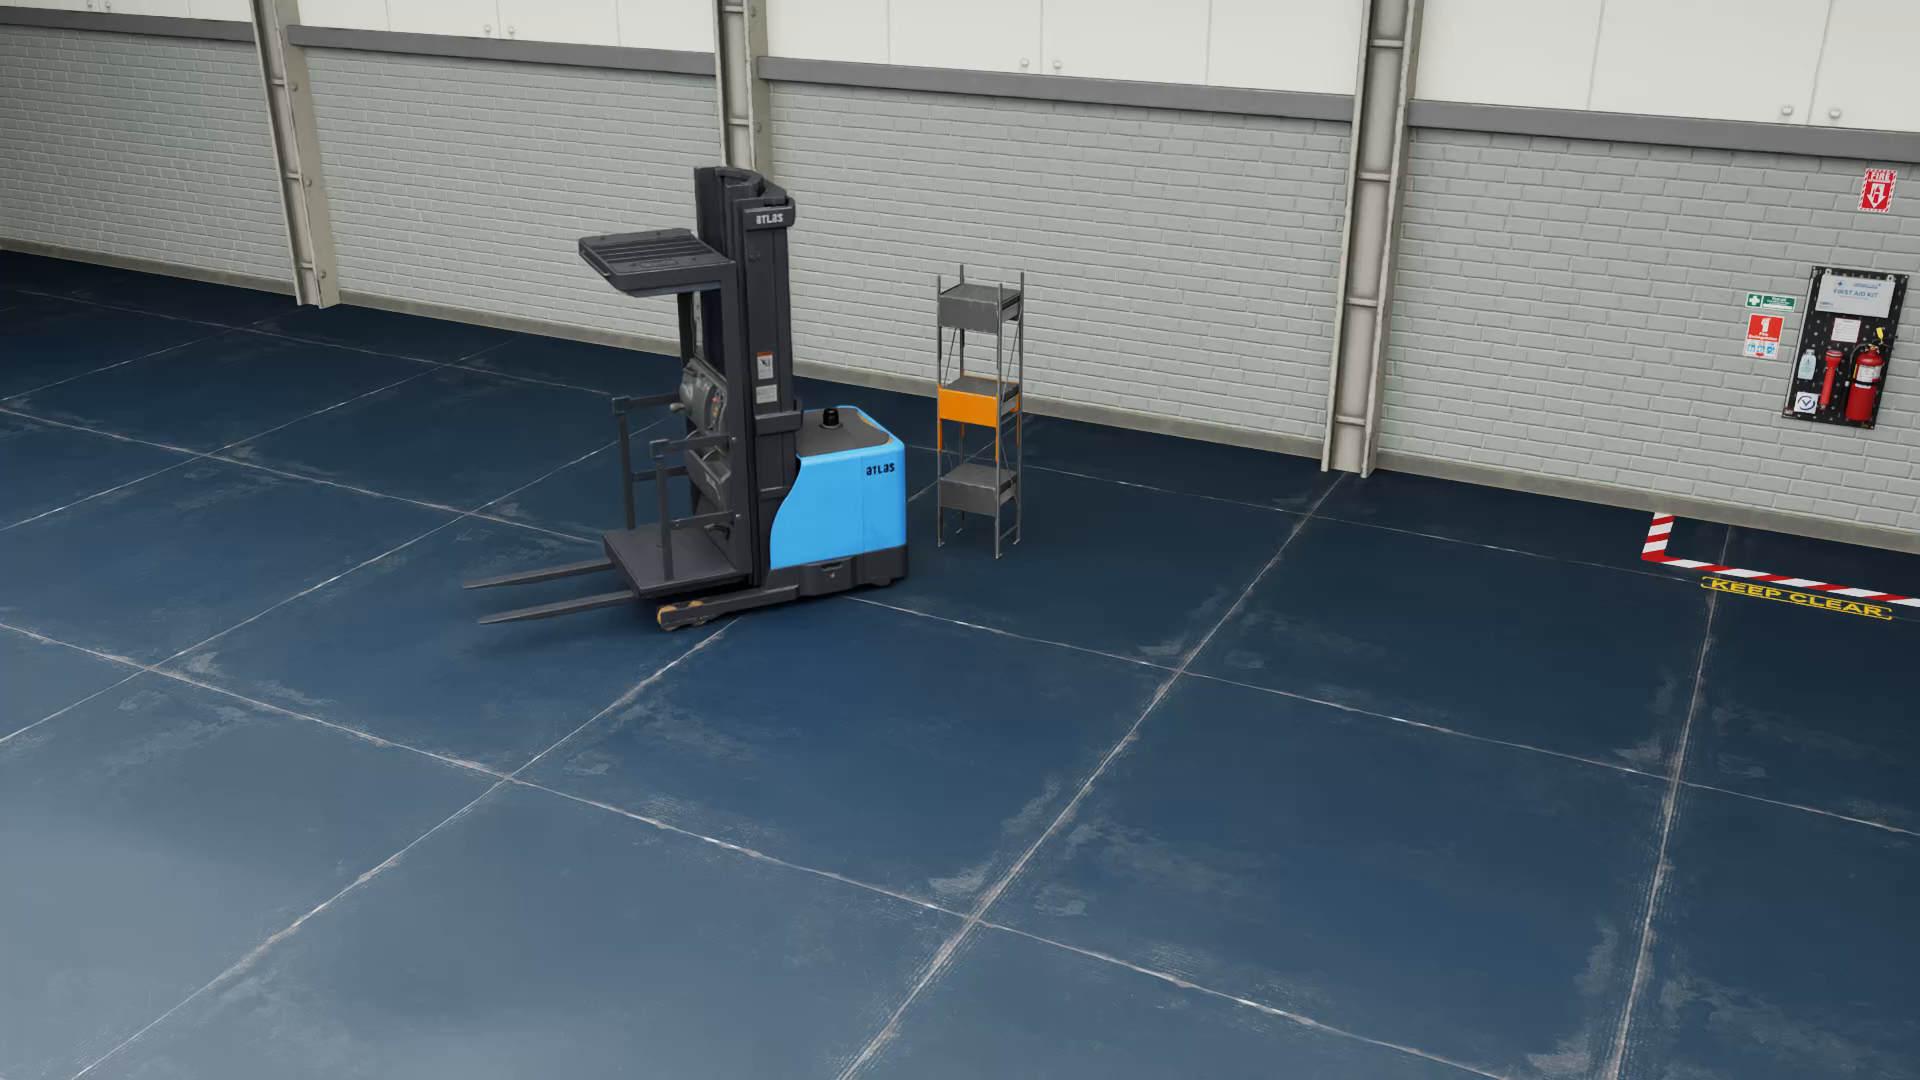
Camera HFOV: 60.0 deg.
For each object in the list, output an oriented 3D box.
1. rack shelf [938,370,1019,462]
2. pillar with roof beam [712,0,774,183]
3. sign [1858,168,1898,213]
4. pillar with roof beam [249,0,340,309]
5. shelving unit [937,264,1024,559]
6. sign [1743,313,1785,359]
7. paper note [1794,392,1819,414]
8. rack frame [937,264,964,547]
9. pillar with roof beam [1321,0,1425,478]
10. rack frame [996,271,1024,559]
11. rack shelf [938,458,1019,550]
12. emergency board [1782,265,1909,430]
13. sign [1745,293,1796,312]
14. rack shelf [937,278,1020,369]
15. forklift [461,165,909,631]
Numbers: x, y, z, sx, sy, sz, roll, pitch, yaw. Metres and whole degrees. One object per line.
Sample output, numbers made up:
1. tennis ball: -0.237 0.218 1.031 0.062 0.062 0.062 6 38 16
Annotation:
1. rack shelf: 0.148 -0.924 12.302 0.480 0.518 0.431 11 25 25
2. pillar with roof beam: -3.977 -4.308 11.408 0.400 9.000 9.100 11 25 25
3. sign: 6.524 -2.485 11.824 0.199 0.298 0.001 11 25 25
4. pillar with roof beam: -9.332 -5.368 13.899 0.400 9.000 9.100 11 25 25
5. shelving unit: 0.148 -0.937 12.297 0.503 2.100 0.431 11 25 25
6. sign: 6.039 -1.532 12.500 0.234 0.329 0.001 11 25 25
7. paper note: 6.359 -1.032 12.495 0.142 0.148 0.016 11 25 25
8. rack frame: -0.070 -0.980 12.398 0.015 2.100 0.400 11 25 25
9. pillar with roof beam: 1.377 -3.249 8.917 0.400 9.000 9.100 11 25 25
10. rack frame: 0.365 -0.894 12.195 0.015 2.100 0.400 11 25 25
11. rack shelf: 0.148 -0.280 12.576 0.480 0.518 0.431 11 25 25
12. emergency board: 6.486 -1.382 12.192 0.643 1.169 0.194 11 25 25
13. sign: 6.039 -1.772 12.387 0.331 0.109 0.001 11 25 25
14. rack shelf: 0.148 -1.569 12.028 0.480 0.518 0.431 11 25 25
15. forklift: -1.931 -0.967 11.304 3.031 2.935 1.130 -10 25 -23
